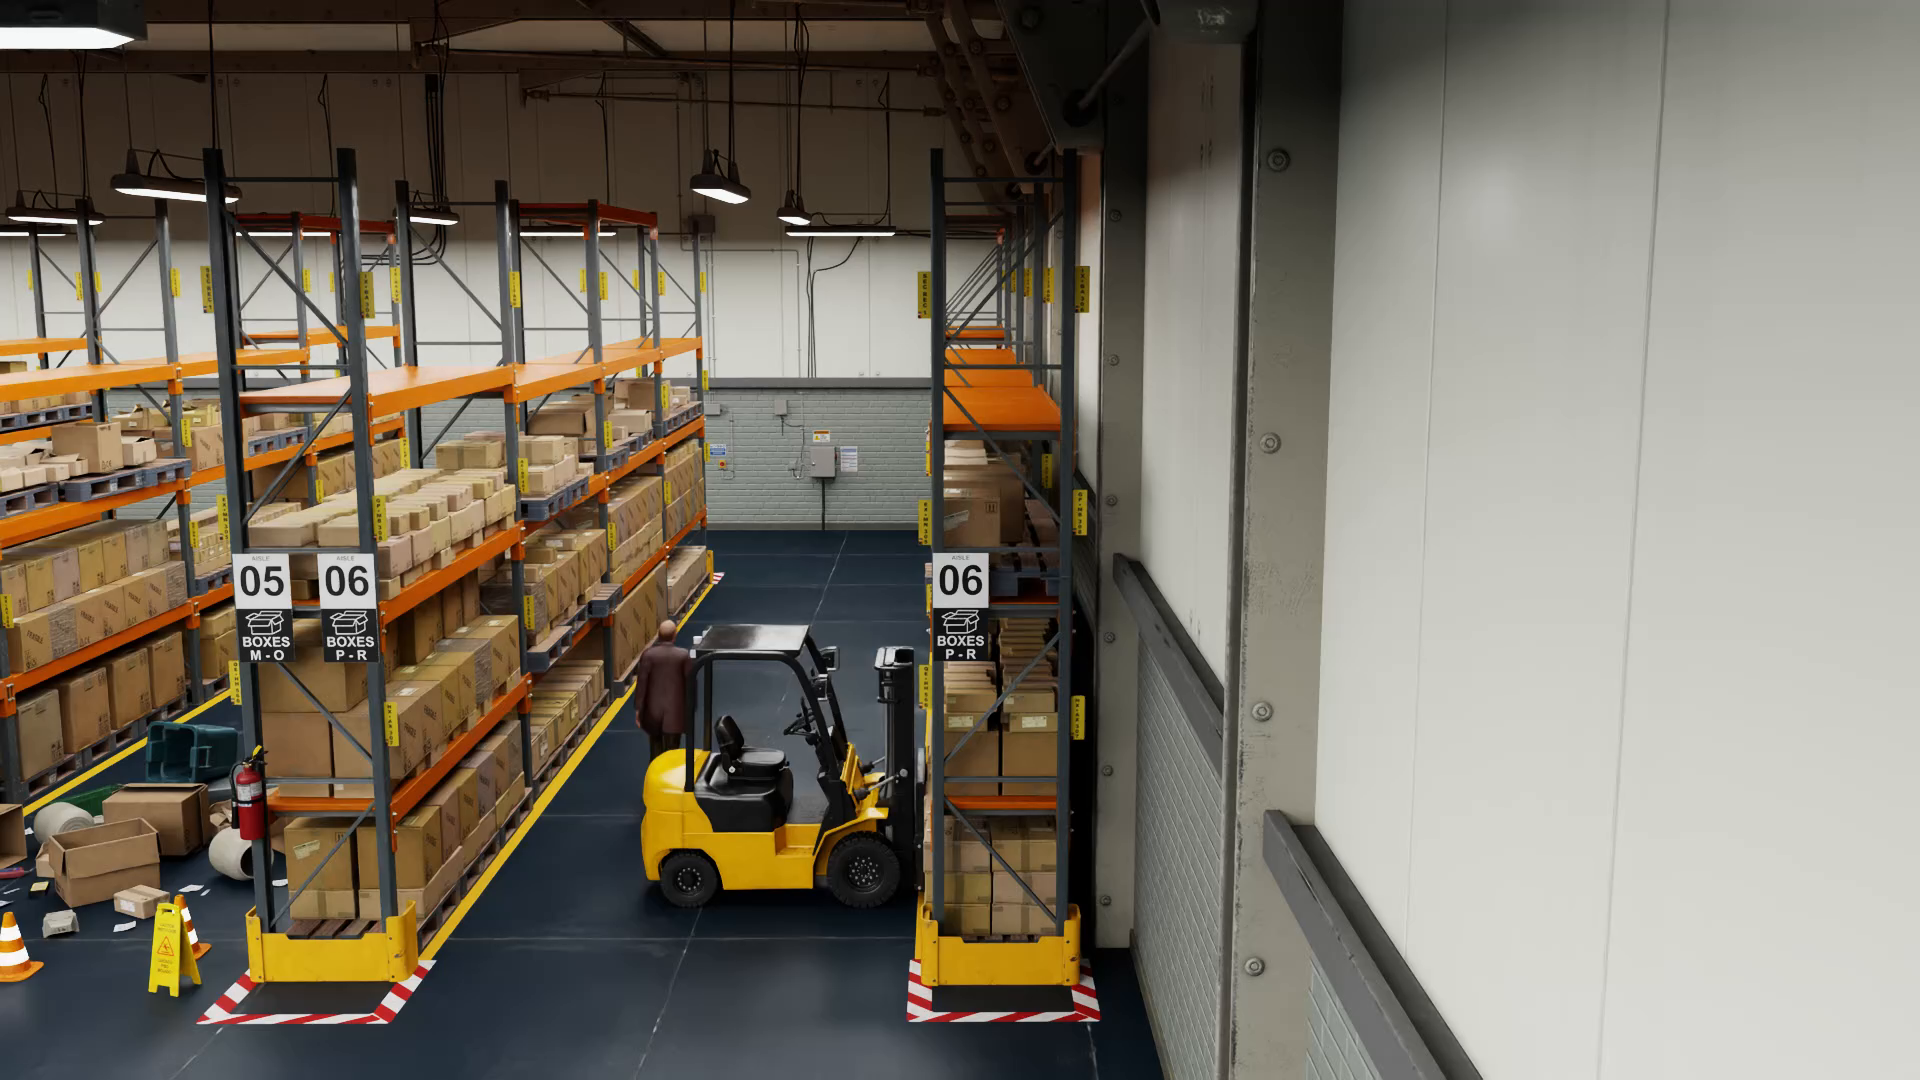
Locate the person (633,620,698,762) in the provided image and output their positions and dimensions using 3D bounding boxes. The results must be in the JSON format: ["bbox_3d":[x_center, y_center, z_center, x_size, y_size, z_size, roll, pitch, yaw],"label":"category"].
[{"bbox_3d":[-2.890,1.716,16.367,0.625,1.833,0.607,-1,9,-5],"label":"person"}]
